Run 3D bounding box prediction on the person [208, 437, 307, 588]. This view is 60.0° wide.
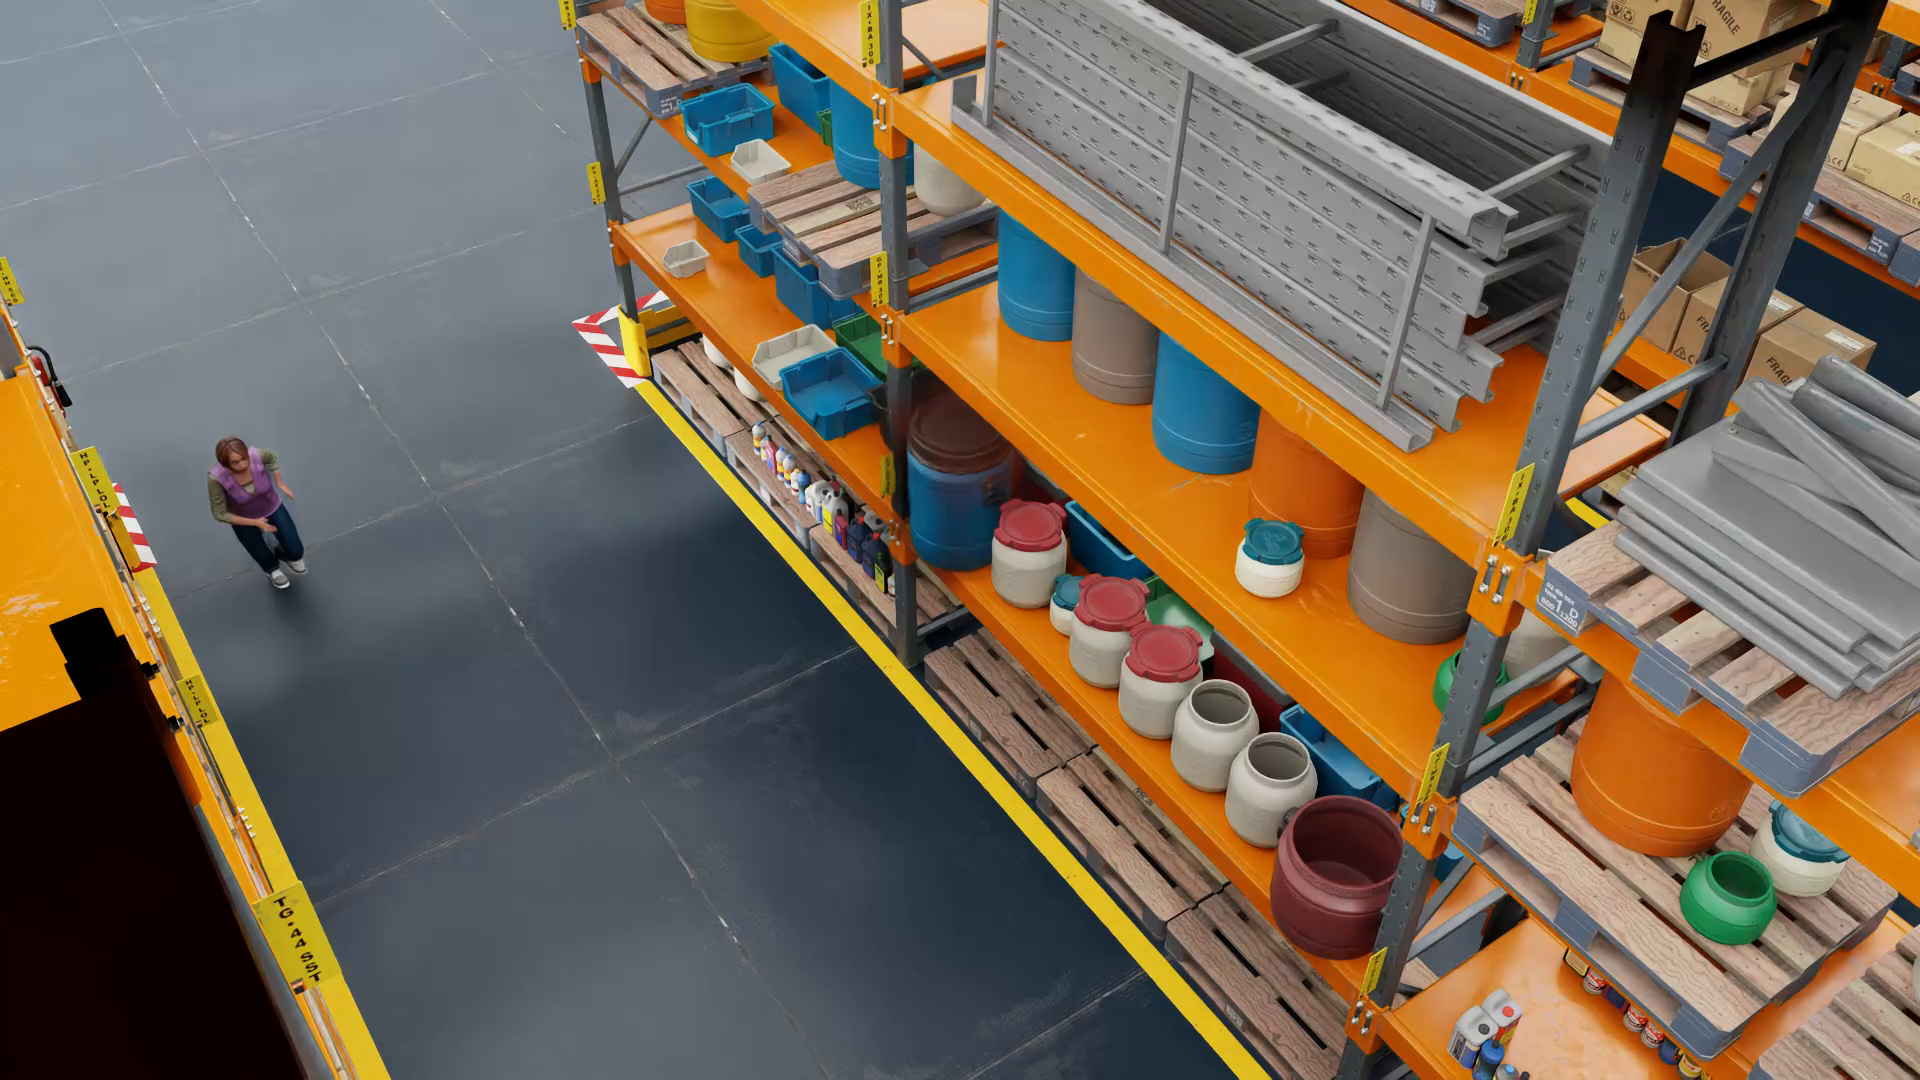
[{"bbox_3d":[-4.572,-0.149,10.842,0.504,1.478,0.749,-23,47,-23],"label":"person"}]

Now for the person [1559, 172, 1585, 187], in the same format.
[{"bbox_3d":[4.868,-3.081,13.810,0.976,1.710,0.547,33,52,30],"label":"person"}]
